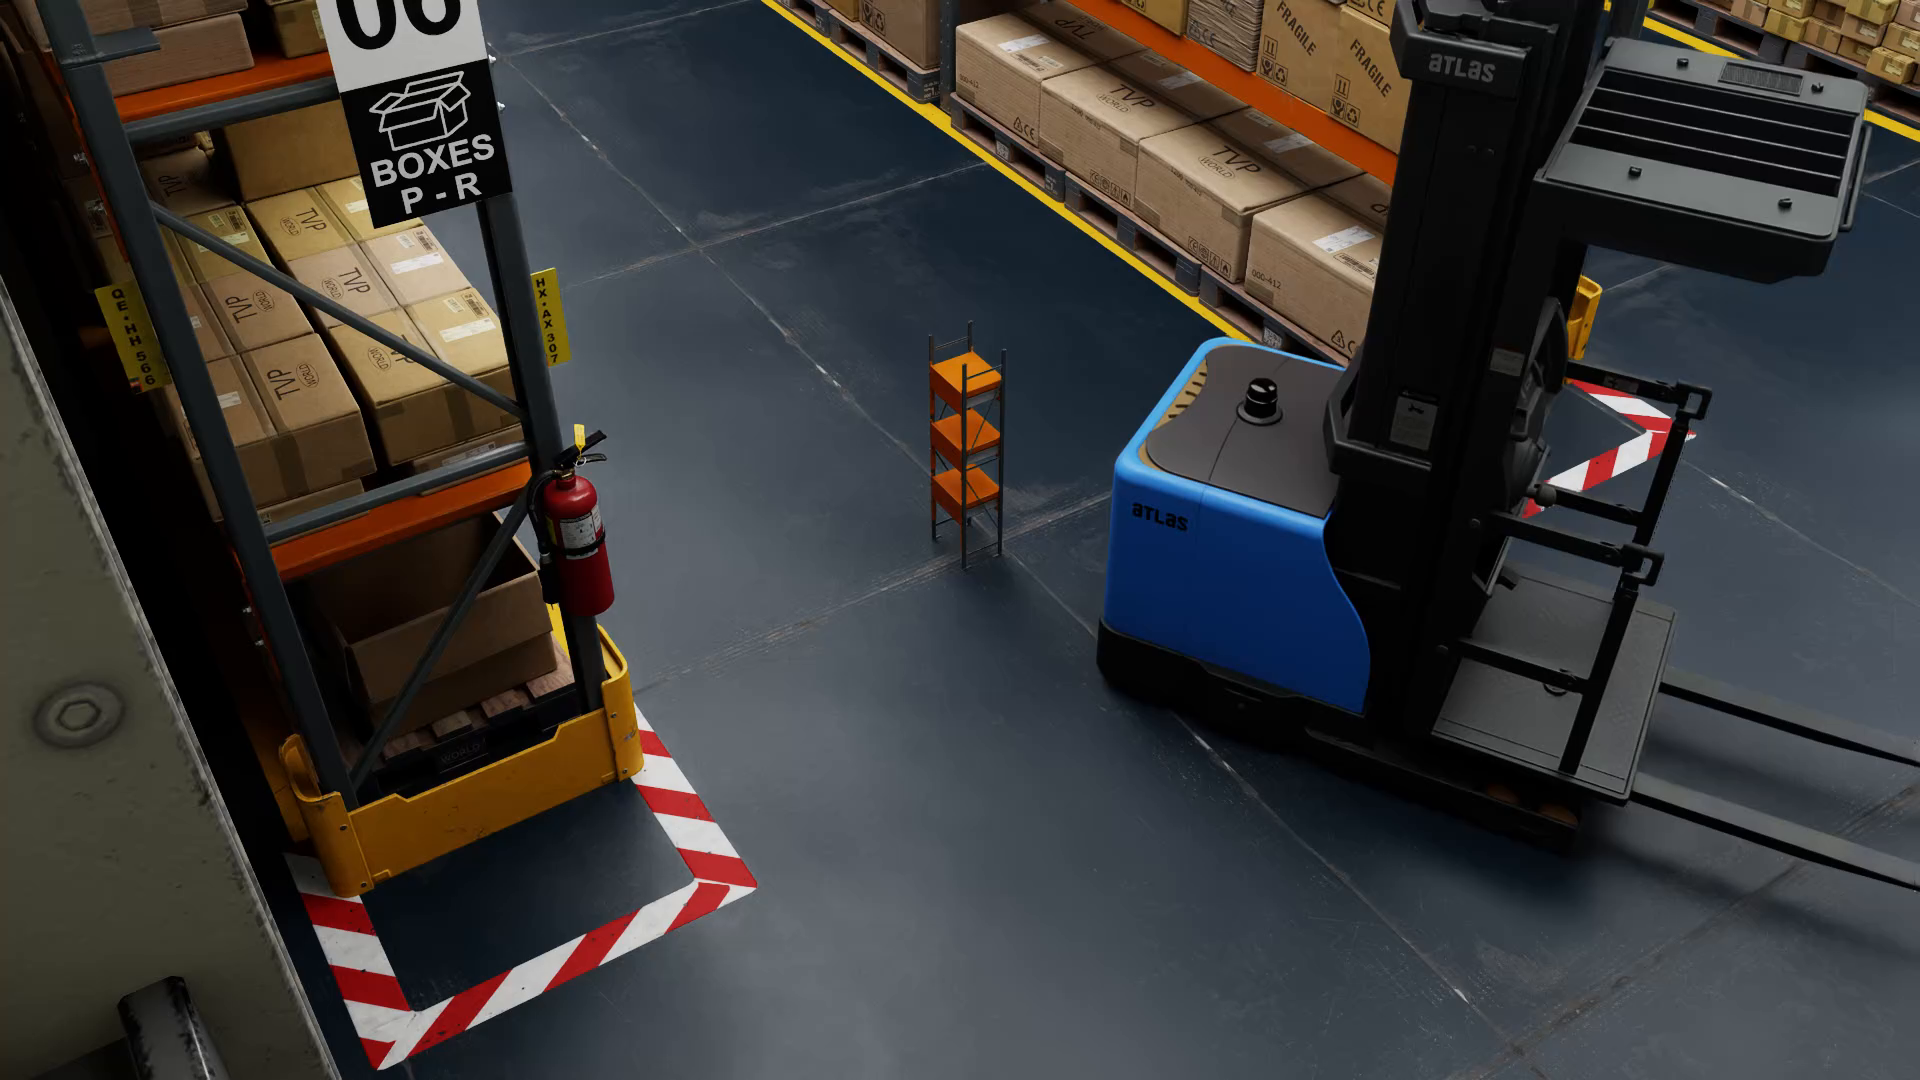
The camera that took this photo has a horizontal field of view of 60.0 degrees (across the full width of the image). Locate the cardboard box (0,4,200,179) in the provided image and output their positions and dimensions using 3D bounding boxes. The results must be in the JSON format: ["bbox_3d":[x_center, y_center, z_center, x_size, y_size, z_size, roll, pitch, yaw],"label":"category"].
[{"bbox_3d":[-3.279,-1.757,6.315,0.500,0.500,0.500,-23,45,-26],"label":"cardboard box"}]

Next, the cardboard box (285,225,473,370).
[{"bbox_3d":[-1.993,-0.815,5.770,0.500,0.250,0.500,-22,44,-24],"label":"cardboard box"}]

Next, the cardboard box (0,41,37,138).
[{"bbox_3d":[-3.817,-2.004,7.197,0.500,0.250,0.500,-23,45,-25],"label":"cardboard box"}]

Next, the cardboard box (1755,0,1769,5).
[{"bbox_3d":[5.381,-3.685,10.995,0.380,0.149,0.250,-20,44,-22],"label":"cardboard box"}]

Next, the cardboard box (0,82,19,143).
[{"bbox_3d":[-5.197,-2.513,9.547,0.500,0.500,0.500,-24,45,-26],"label":"cardboard box"}]

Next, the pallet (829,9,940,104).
[{"bbox_3d":[-0.151,-3.338,11.090,1.003,0.211,1.213,-22,45,-24],"label":"pallet"}]

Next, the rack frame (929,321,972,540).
[{"bbox_3d":[-0.037,-0.440,6.958,0.200,1.050,0.008,-22,45,-24],"label":"rack frame"}]

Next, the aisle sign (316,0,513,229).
[{"bbox_3d":[-1.421,-1.212,4.330,0.394,0.787,0.004,-22,45,-24],"label":"aisle sign"}]

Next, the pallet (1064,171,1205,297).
[{"bbox_3d":[1.330,-1.851,9.306,1.003,0.211,1.213,-22,45,-24],"label":"pallet"}]

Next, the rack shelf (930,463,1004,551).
[{"bbox_3d":[0.029,-0.153,7.064,0.215,0.259,0.240,-22,45,-24],"label":"rack shelf"}]

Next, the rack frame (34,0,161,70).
[{"bbox_3d":[-1.705,-2.454,3.165,1.000,3.000,0.127,-22,45,-24],"label":"rack frame"}]

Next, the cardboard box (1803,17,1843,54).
[{"bbox_3d":[5.702,-3.301,10.767,0.380,0.149,0.250,-22,44,-24],"label":"cardboard box"}]

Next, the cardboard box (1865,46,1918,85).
[{"bbox_3d":[5.915,-3.000,10.406,0.380,0.149,0.250,-21,44,-23],"label":"cardboard box"}]

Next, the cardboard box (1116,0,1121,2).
[{"bbox_3d":[0.888,-3.170,8.633,0.500,0.500,0.500,-22,45,-24],"label":"cardboard box"}]

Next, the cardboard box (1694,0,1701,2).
[{"bbox_3d":[5.103,-3.849,11.425,0.380,0.149,0.250,-23,45,-26],"label":"cardboard box"}]

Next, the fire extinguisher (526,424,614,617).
[{"bbox_3d":[-1.236,-0.056,5.325,0.296,0.674,0.183,-22,45,-24],"label":"fire extinguisher"}]

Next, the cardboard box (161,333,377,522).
[{"bbox_3d":[-2.176,-0.362,5.227,0.500,0.250,0.500,-21,44,-23],"label":"cardboard box"}]

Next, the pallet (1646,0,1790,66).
[{"bbox_3d":[5.498,-3.696,11.521,1.003,0.211,1.213,-22,45,-24],"label":"pallet"}]

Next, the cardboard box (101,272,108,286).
[{"bbox_3d":[-2.981,-0.953,6.246,0.380,0.149,0.250,-22,45,-25],"label":"cardboard box"}]

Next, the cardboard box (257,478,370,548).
[{"bbox_3d":[-2.109,-0.139,5.270,0.380,0.149,0.250,-23,45,-25],"label":"cardboard box"}]

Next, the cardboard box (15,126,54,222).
[{"bbox_3d":[-4.628,-1.943,8.863,0.500,0.500,0.500,-24,45,-26],"label":"cardboard box"}]

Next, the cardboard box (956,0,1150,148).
[{"bbox_3d":[0.575,-2.820,9.964,0.875,0.438,0.875,-23,45,-25],"label":"cardboard box"}]

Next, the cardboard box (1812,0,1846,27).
[{"bbox_3d":[5.734,-3.445,10.708,0.380,0.149,0.250,-23,45,-25],"label":"cardboard box"}]

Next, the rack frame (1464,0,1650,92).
[{"bbox_3d":[2.478,-1.859,7.138,1.000,3.000,0.127,-22,45,-24],"label":"rack frame"}]

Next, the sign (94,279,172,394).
[{"bbox_3d":[-2.184,-0.535,4.397,0.100,0.325,0.005,-22,45,-24],"label":"sign"}]

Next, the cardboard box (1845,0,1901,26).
[{"bbox_3d":[5.766,-3.362,10.376,0.380,0.149,0.250,-23,45,-25],"label":"cardboard box"}]

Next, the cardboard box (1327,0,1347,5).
[{"bbox_3d":[1.712,-2.732,7.326,0.500,0.500,0.500,-22,45,-24],"label":"cardboard box"}]

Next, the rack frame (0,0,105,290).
[{"bbox_3d":[-3.856,-2.308,7.676,1.000,3.000,0.127,-22,45,-24],"label":"rack frame"}]

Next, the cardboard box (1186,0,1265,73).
[{"bbox_3d":[1.454,-2.617,7.970,0.500,0.500,0.500,-21,44,-23],"label":"cardboard box"}]

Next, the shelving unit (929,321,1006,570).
[{"bbox_3d":[0.029,-0.374,6.879,0.215,1.050,0.252,-22,45,-24],"label":"shelving unit"}]

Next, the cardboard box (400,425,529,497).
[{"bbox_3d":[-1.650,-0.324,5.492,0.380,0.149,0.250,-23,45,-25],"label":"cardboard box"}]

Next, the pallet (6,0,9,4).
[{"bbox_3d":[-4.193,-2.703,8.300,1.003,0.211,1.213,-22,45,-24],"label":"pallet"}]

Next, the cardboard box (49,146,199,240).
[{"bbox_3d":[-3.266,-1.457,6.540,0.500,0.250,0.500,-21,44,-23],"label":"cardboard box"}]

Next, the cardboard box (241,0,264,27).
[{"bbox_3d":[-1.843,-1.589,4.667,0.380,0.149,0.250,-21,44,-24],"label":"cardboard box"}]

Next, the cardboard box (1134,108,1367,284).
[{"bbox_3d":[1.540,-1.849,8.800,0.875,0.438,0.875,-21,44,-23],"label":"cardboard box"}]

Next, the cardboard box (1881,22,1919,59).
[{"bbox_3d":[5.978,-3.144,10.347,0.380,0.149,0.250,-23,45,-25],"label":"cardboard box"}]

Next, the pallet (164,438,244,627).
[{"bbox_3d":[-2.827,-0.206,7.333,1.003,0.211,1.213,-22,45,-24],"label":"pallet"}]

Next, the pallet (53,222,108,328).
[{"bbox_3d":[-4.325,-1.662,9.080,1.003,0.211,1.213,-22,45,-24],"label":"pallet"}]

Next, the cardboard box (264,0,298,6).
[{"bbox_3d":[-1.713,-1.691,4.478,0.500,0.250,0.500,-23,45,-25],"label":"cardboard box"}]

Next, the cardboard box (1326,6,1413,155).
[{"bbox_3d":[1.996,-2.067,7.309,0.500,0.500,0.500,-22,45,-24],"label":"cardboard box"}]

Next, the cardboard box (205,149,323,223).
[{"bbox_3d":[-2.561,-1.356,6.419,0.500,0.250,0.500,-23,45,-25],"label":"cardboard box"}]

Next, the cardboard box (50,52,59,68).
[{"bbox_3d":[-2.266,-1.419,4.463,0.380,0.149,0.250,-21,44,-24],"label":"cardboard box"}]

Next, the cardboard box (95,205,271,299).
[{"bbox_3d":[-2.714,-0.910,5.884,0.500,0.250,0.500,-21,44,-23],"label":"cardboard box"}]

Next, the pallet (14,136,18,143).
[{"bbox_3d":[-5.637,-2.979,10.661,1.003,0.211,1.213,-22,45,-24],"label":"pallet"}]

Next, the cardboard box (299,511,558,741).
[{"bbox_3d":[-1.954,0.286,6.185,0.797,0.503,0.637,-24,45,-26],"label":"cardboard box"}]

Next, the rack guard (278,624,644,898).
[{"bbox_3d":[-1.746,0.770,5.935,1.175,0.500,0.348,-22,45,-24],"label":"rack guard"}]

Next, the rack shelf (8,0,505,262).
[{"bbox_3d":[-2.780,-2.104,5.651,1.077,0.370,4.000,-22,45,-24],"label":"rack shelf"}]

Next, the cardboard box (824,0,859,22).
[{"bbox_3d":[-0.566,-4.155,11.225,0.875,0.875,0.875,-21,44,-23],"label":"cardboard box"}]

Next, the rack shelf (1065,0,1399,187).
[{"bbox_3d":[1.403,-2.662,8.664,1.077,0.370,4.000,-22,45,-24],"label":"rack shelf"}]

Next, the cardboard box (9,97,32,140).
[{"bbox_3d":[-4.741,-2.255,8.731,0.380,0.149,0.250,-24,46,-26],"label":"cardboard box"}]

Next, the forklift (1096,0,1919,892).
[{"bbox_3d":[2.087,-0.415,5.458,3.031,2.935,1.130,18,43,21],"label":"forklift"}]

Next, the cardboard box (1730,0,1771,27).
[{"bbox_3d":[5.382,-3.572,11.092,0.380,0.149,0.250,-21,44,-24],"label":"cardboard box"}]
